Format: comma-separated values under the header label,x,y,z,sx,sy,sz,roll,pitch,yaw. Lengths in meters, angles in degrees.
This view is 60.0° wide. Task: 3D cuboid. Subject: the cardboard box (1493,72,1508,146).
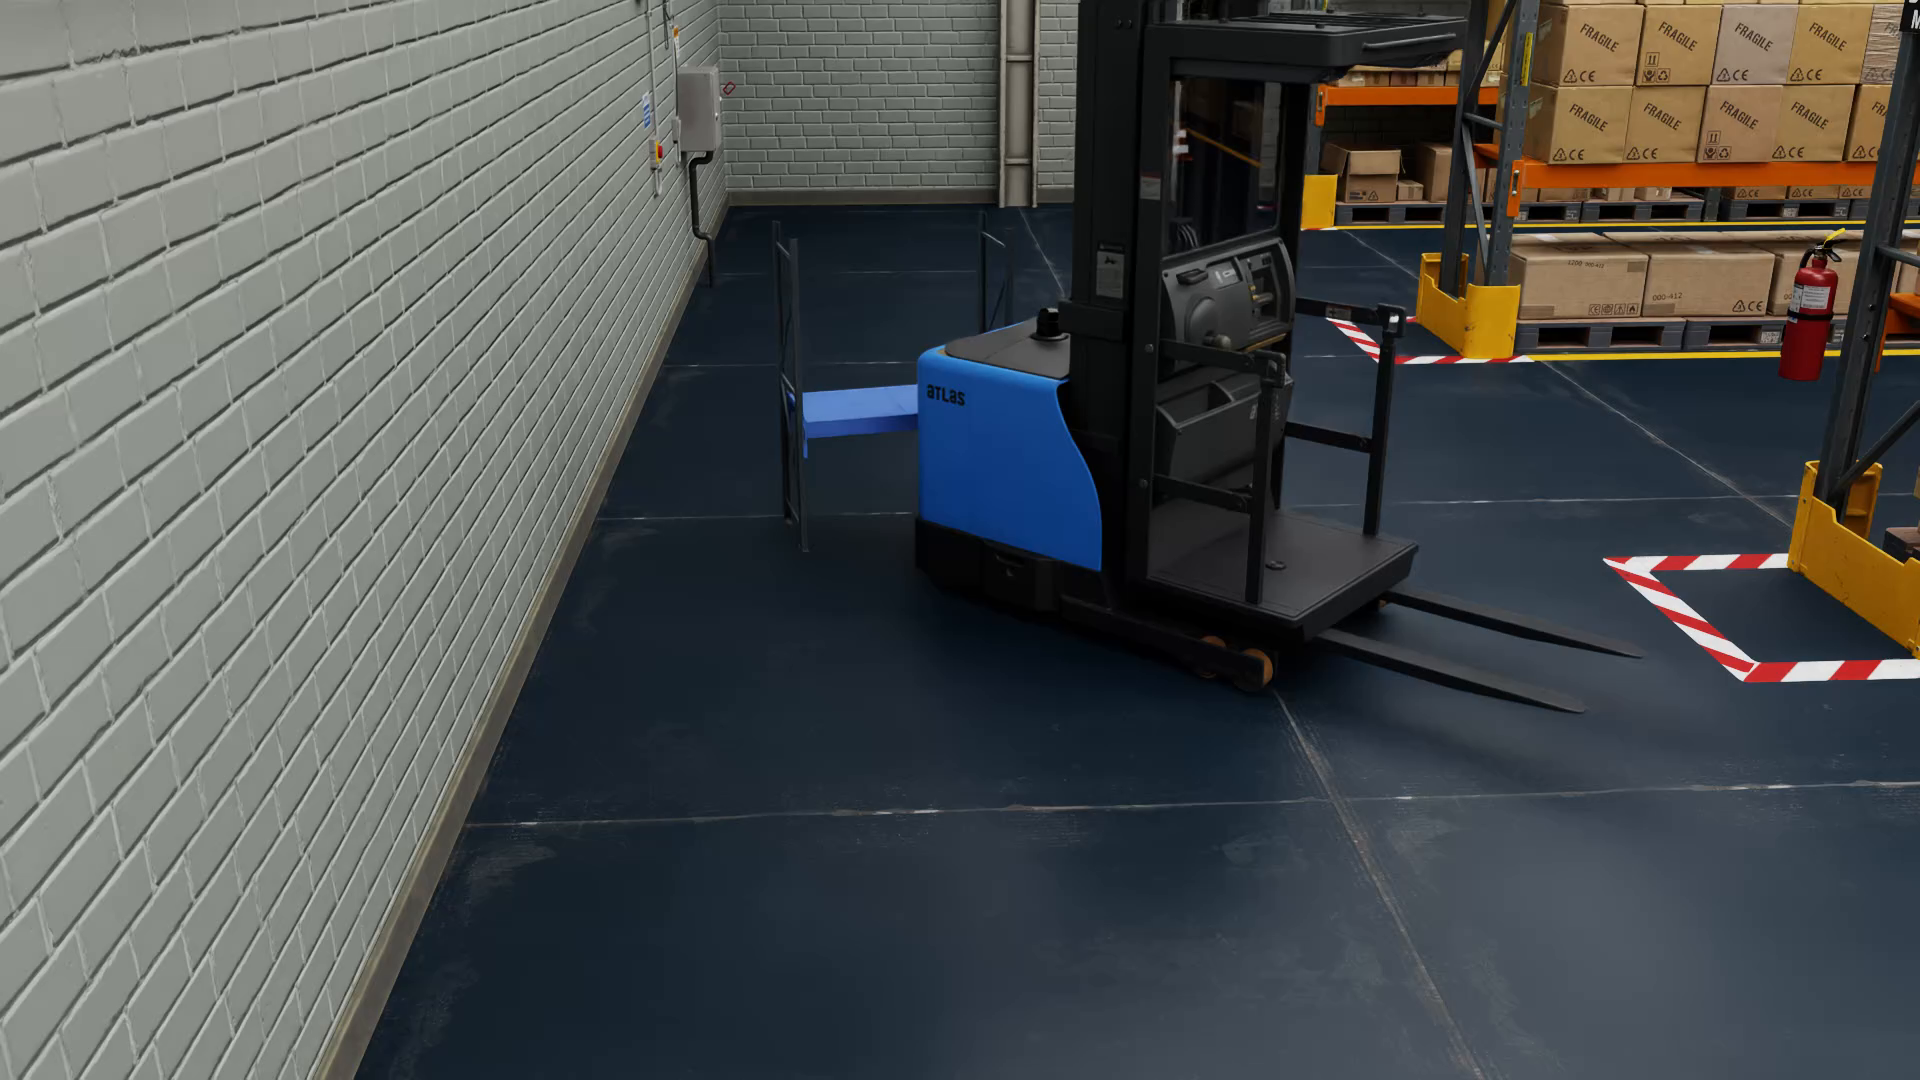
label,x,y,z,sx,sy,sz,roll,pitch,yaw
cardboard box,4.086,-2.998,11.640,0.500,0.500,0.500,-1,21,-3

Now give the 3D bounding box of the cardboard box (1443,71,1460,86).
label,x,y,z,sx,sy,sz,roll,pitch,yaw
cardboard box,4.709,-4.433,15.901,0.250,0.149,0.380,-1,21,-2

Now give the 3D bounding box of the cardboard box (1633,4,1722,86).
label,x,y,z,sx,sy,sz,roll,pitch,yaw
cardboard box,4.631,-3.283,10.983,0.500,0.500,0.500,-2,21,-5

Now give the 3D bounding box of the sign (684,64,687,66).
label,x,y,z,sx,sy,sz,roll,pitch,yaw
sign,-2.217,-3.601,13.497,0.001,0.494,0.329,-1,21,-3

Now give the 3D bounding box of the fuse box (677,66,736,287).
label,x,y,z,sx,sy,sz,roll,pitch,yaw
fuse box,-1.983,-2.872,13.260,0.414,1.711,0.539,-1,21,-3

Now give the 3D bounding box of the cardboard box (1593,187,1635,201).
label,x,y,z,sx,sy,sz,roll,pitch,yaw
cardboard box,6.430,-3.488,16.319,0.258,0.266,0.396,0,21,-1

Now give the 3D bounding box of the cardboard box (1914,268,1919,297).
label,x,y,z,sx,sy,sz,roll,pitch,yaw
cardboard box,4.313,-1.081,7.098,0.250,0.149,0.380,-1,21,-3

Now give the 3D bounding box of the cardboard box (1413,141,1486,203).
label,x,y,z,sx,sy,sz,roll,pitch,yaw
cardboard box,4.805,-3.621,16.340,0.500,0.500,0.700,0,21,-1

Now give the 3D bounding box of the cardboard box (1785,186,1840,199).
label,x,y,z,sx,sy,sz,roll,pitch,yaw
cardboard box,8.353,-3.664,16.453,0.500,0.500,0.500,-1,21,-4

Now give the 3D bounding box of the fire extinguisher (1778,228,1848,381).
label,x,y,z,sx,sy,sz,roll,pitch,yaw
fire extinguisher,3.726,-1.040,7.269,0.183,0.674,0.296,-1,21,-3

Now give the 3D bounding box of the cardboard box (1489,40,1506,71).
label,x,y,z,sx,sy,sz,roll,pitch,yaw
cardboard box,5.320,-4.633,15.867,0.500,0.250,0.500,-2,21,-4

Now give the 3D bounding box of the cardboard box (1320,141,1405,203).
label,x,y,z,sx,sy,sz,roll,pitch,yaw
cardboard box,3.949,-3.619,16.330,0.637,0.503,0.797,-2,21,-5

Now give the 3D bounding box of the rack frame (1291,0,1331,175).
label,x,y,z,sx,sy,sz,roll,pitch,yaw
rack frame,3.333,-4.611,16.016,0.127,3.000,1.000,-1,21,-3

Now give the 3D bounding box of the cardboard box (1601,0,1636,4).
label,x,y,z,sx,sy,sz,roll,pitch,yaw
cardboard box,4.248,-3.604,10.915,0.250,0.149,0.380,-1,21,-2

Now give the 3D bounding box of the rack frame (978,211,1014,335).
label,x,y,z,sx,sy,sz,roll,pitch,yaw
rack frame,0.170,-0.821,8.171,0.032,1.500,0.500,-6,22,-14

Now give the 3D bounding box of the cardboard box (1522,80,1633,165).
label,x,y,z,sx,sy,sz,roll,pitch,yaw
cardboard box,4.116,-2.802,11.125,0.500,0.500,0.500,-1,21,-3

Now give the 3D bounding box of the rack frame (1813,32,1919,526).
label,x,y,z,sx,sy,sz,roll,pitch,yaw
rack frame,4.003,-1.091,6.772,0.127,3.000,1.000,-1,21,-3

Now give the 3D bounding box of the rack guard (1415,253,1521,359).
label,x,y,z,sx,sy,sz,roll,pitch,yaw
rack guard,3.596,-1.679,11.829,0.348,0.500,1.175,-1,21,-3

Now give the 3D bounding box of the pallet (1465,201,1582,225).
label,x,y,z,sx,sy,sz,roll,pitch,yaw
pallet,5.420,-3.349,16.622,1.213,0.211,1.003,-1,21,-3

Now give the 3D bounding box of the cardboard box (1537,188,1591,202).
label,x,y,z,sx,sy,sz,roll,pitch,yaw
cardboard box,5.841,-3.642,16.395,0.500,0.500,0.700,-2,21,-5

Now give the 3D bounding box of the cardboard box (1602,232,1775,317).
label,x,y,z,sx,sy,sz,roll,pitch,yaw
cardboard box,5.186,-1.917,11.951,0.875,0.438,0.875,-1,21,-2

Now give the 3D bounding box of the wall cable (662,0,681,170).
label,x,y,z,sx,sy,sz,roll,pitch,yaw
wall cable,-2.101,-3.703,12.204,0.122,1.984,0.588,-1,21,-3

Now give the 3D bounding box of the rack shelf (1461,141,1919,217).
label,x,y,z,sx,sy,sz,roll,pitch,yaw
rack shelf,5.617,-2.552,11.620,4.000,0.370,1.077,-1,21,-3

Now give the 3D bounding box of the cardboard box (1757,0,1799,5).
label,x,y,z,sx,sy,sz,roll,pitch,yaw
cardboard box,5.286,-3.595,10.890,0.250,0.149,0.380,-1,21,-3

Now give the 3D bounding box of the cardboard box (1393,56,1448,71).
label,x,y,z,sx,sy,sz,roll,pitch,yaw
cardboard box,4.305,-4.604,15.790,0.500,0.250,0.500,-1,21,-2

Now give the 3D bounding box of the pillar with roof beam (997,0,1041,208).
label,x,y,z,sx,sy,sz,roll,pitch,yaw
pillar with roof beam,0.835,-6.151,11.629,0.400,9.000,9.100,-1,21,-3

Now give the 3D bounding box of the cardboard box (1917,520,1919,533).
label,x,y,z,sx,sy,sz,roll,pitch,yaw
cardboard box,4.517,-0.040,7.427,0.250,0.149,0.380,-1,21,-2

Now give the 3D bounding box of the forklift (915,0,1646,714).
label,x,y,z,sx,sy,sz,roll,pitch,yaw
forklift,1.253,-0.985,6.588,3.031,2.935,1.130,16,26,37

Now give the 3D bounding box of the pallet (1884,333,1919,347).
label,x,y,z,sx,sy,sz,roll,pitch,yaw
pallet,6.850,-1.638,12.127,1.213,0.211,1.003,-1,21,-3

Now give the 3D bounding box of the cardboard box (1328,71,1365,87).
label,x,y,z,sx,sy,sz,roll,pitch,yaw
cardboard box,3.677,-4.403,15.822,0.250,0.149,0.380,-1,21,-3

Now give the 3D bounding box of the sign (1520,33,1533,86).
label,x,y,z,sx,sy,sz,roll,pitch,yaw
sign,3.646,-3.092,10.699,0.005,0.325,0.100,-1,21,-3

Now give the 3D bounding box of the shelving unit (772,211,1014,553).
label,x,y,z,sx,sy,sz,roll,pitch,yaw
shelving unit,-0.319,-0.773,8.043,1.048,1.500,0.538,-6,22,-14

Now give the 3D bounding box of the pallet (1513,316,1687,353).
label,x,y,z,sx,sy,sz,roll,pitch,yaw
pallet,4.414,-1.589,11.997,1.213,0.211,1.003,-1,21,-3

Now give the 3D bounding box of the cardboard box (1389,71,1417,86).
label,x,y,z,sx,sy,sz,roll,pitch,yaw
cardboard box,4.188,-4.442,15.926,0.250,0.149,0.380,-1,21,-4

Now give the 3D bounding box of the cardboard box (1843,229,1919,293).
label,x,y,z,sx,sy,sz,roll,pitch,yaw
cardboard box,6.980,-1.953,12.046,0.875,0.438,0.875,-1,21,-4

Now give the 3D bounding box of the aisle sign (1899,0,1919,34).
label,x,y,z,sx,sy,sz,roll,pitch,yaw
aisle sign,3.913,-2.411,6.585,0.004,0.787,0.394,-1,21,-3

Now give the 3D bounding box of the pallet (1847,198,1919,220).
label,x,y,z,sx,sy,sz,roll,pitch,yaw
pallet,9.357,-3.445,16.872,1.213,0.211,1.003,-1,21,-3

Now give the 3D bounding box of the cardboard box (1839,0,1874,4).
label,x,y,z,sx,sy,sz,roll,pitch,yaw
cardboard box,5.800,-3.613,10.938,0.250,0.149,0.380,-1,21,-3

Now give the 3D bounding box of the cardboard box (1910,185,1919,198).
label,x,y,z,sx,sy,sz,roll,pitch,yaw
cardboard box,9.370,-3.681,16.498,0.500,0.500,0.500,-2,21,-5

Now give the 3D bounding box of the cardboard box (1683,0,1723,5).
label,x,y,z,sx,sy,sz,roll,pitch,yaw
cardboard box,4.775,-3.581,10.853,0.250,0.149,0.380,-2,21,-5

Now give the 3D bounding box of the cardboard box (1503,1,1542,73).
label,x,y,z,sx,sy,sz,roll,pitch,yaw
cardboard box,4.088,-3.456,11.437,0.500,0.500,0.500,0,21,-1

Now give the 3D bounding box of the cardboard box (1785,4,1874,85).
label,x,y,z,sx,sy,sz,roll,pitch,yaw
cardboard box,5.642,-3.307,11.046,0.500,0.500,0.500,-1,21,-3

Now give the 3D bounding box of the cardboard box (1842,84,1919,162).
label,x,y,z,sx,sy,sz,roll,pitch,yaw
cardboard box,6.150,-2.848,11.244,0.500,0.500,0.500,-1,21,-4

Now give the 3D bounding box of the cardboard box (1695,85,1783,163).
label,x,y,z,sx,sy,sz,roll,pitch,yaw
cardboard box,5.128,-2.826,11.188,0.500,0.500,0.500,-1,21,-3

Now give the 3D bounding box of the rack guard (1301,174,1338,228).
label,x,y,z,sx,sy,sz,roll,pitch,yaw
rack guard,3.409,-3.444,16.465,0.348,0.500,1.175,-1,21,-3
